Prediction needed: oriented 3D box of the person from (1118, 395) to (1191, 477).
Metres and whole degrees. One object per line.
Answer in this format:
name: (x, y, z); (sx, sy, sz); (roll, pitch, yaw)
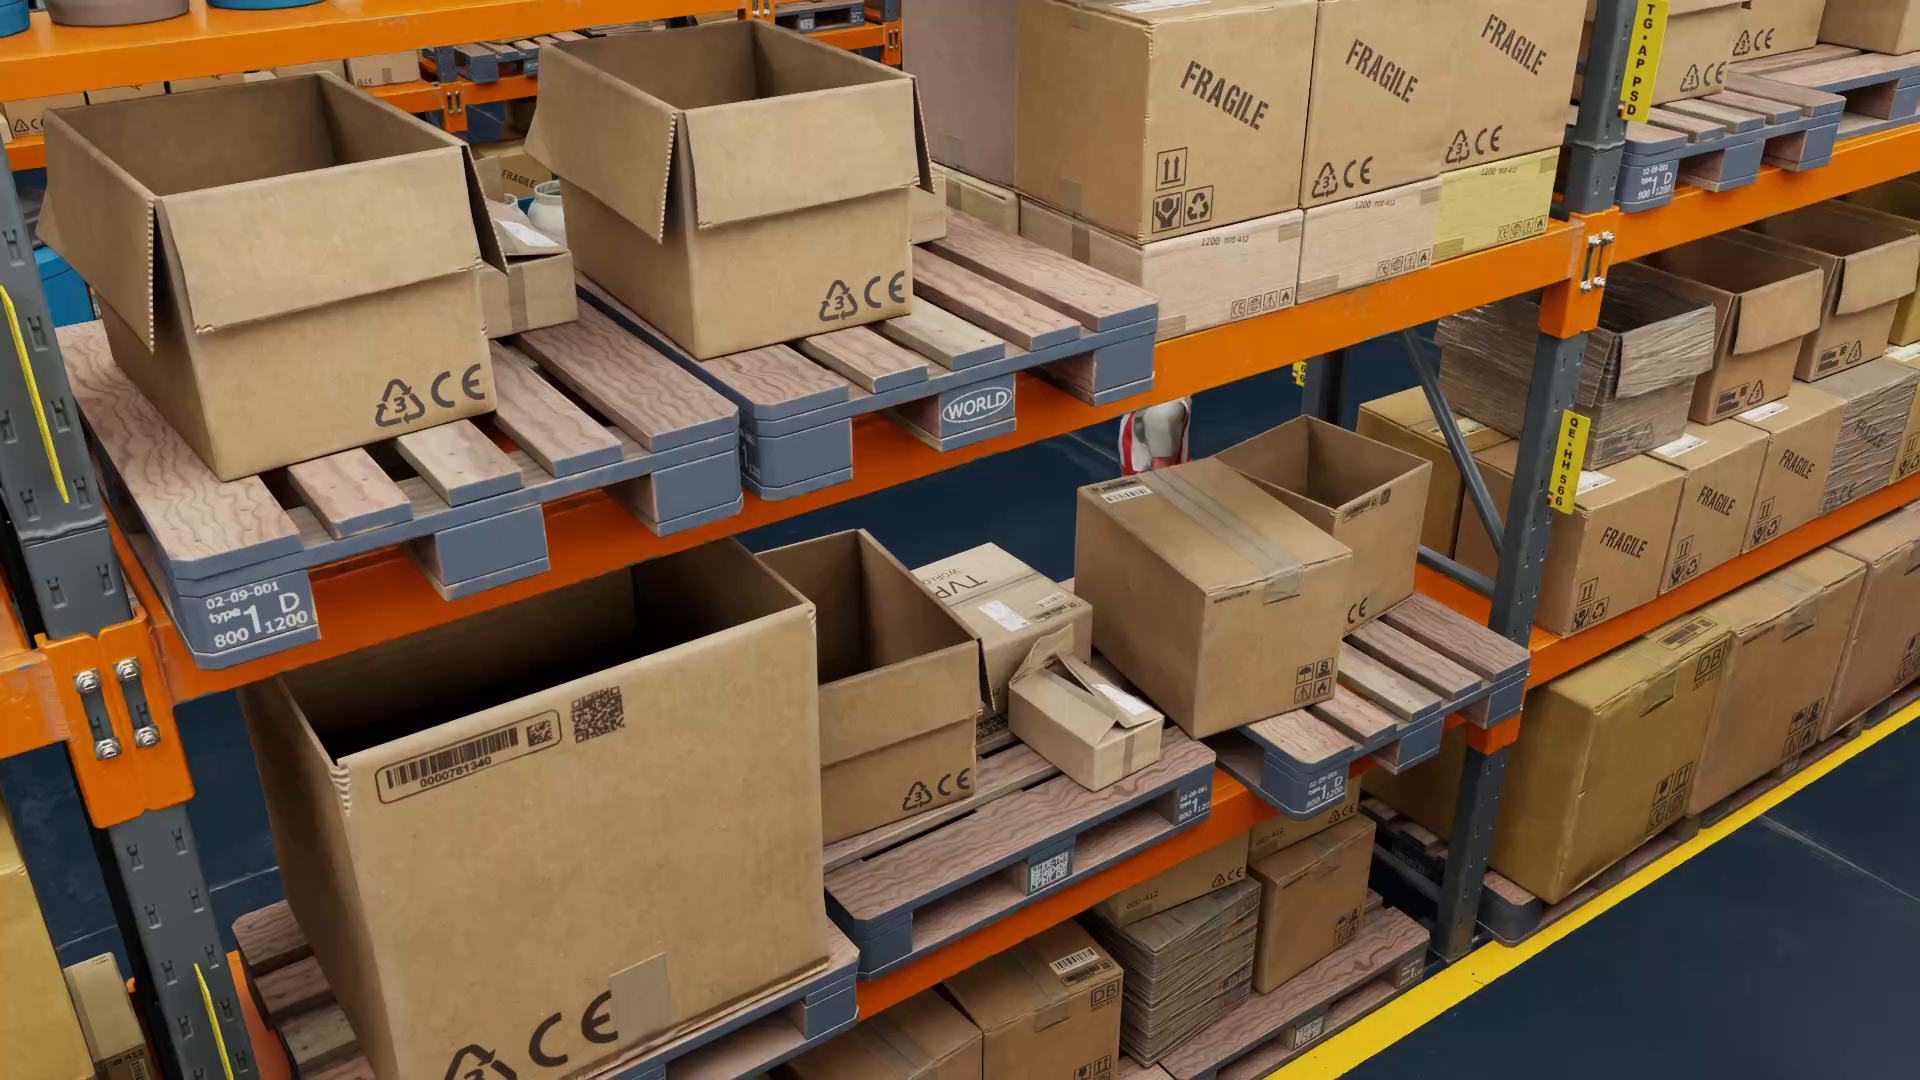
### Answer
person: (0.843, -0.170, 7.388); (0.531, 1.792, 0.564); (7, 29, 12)
